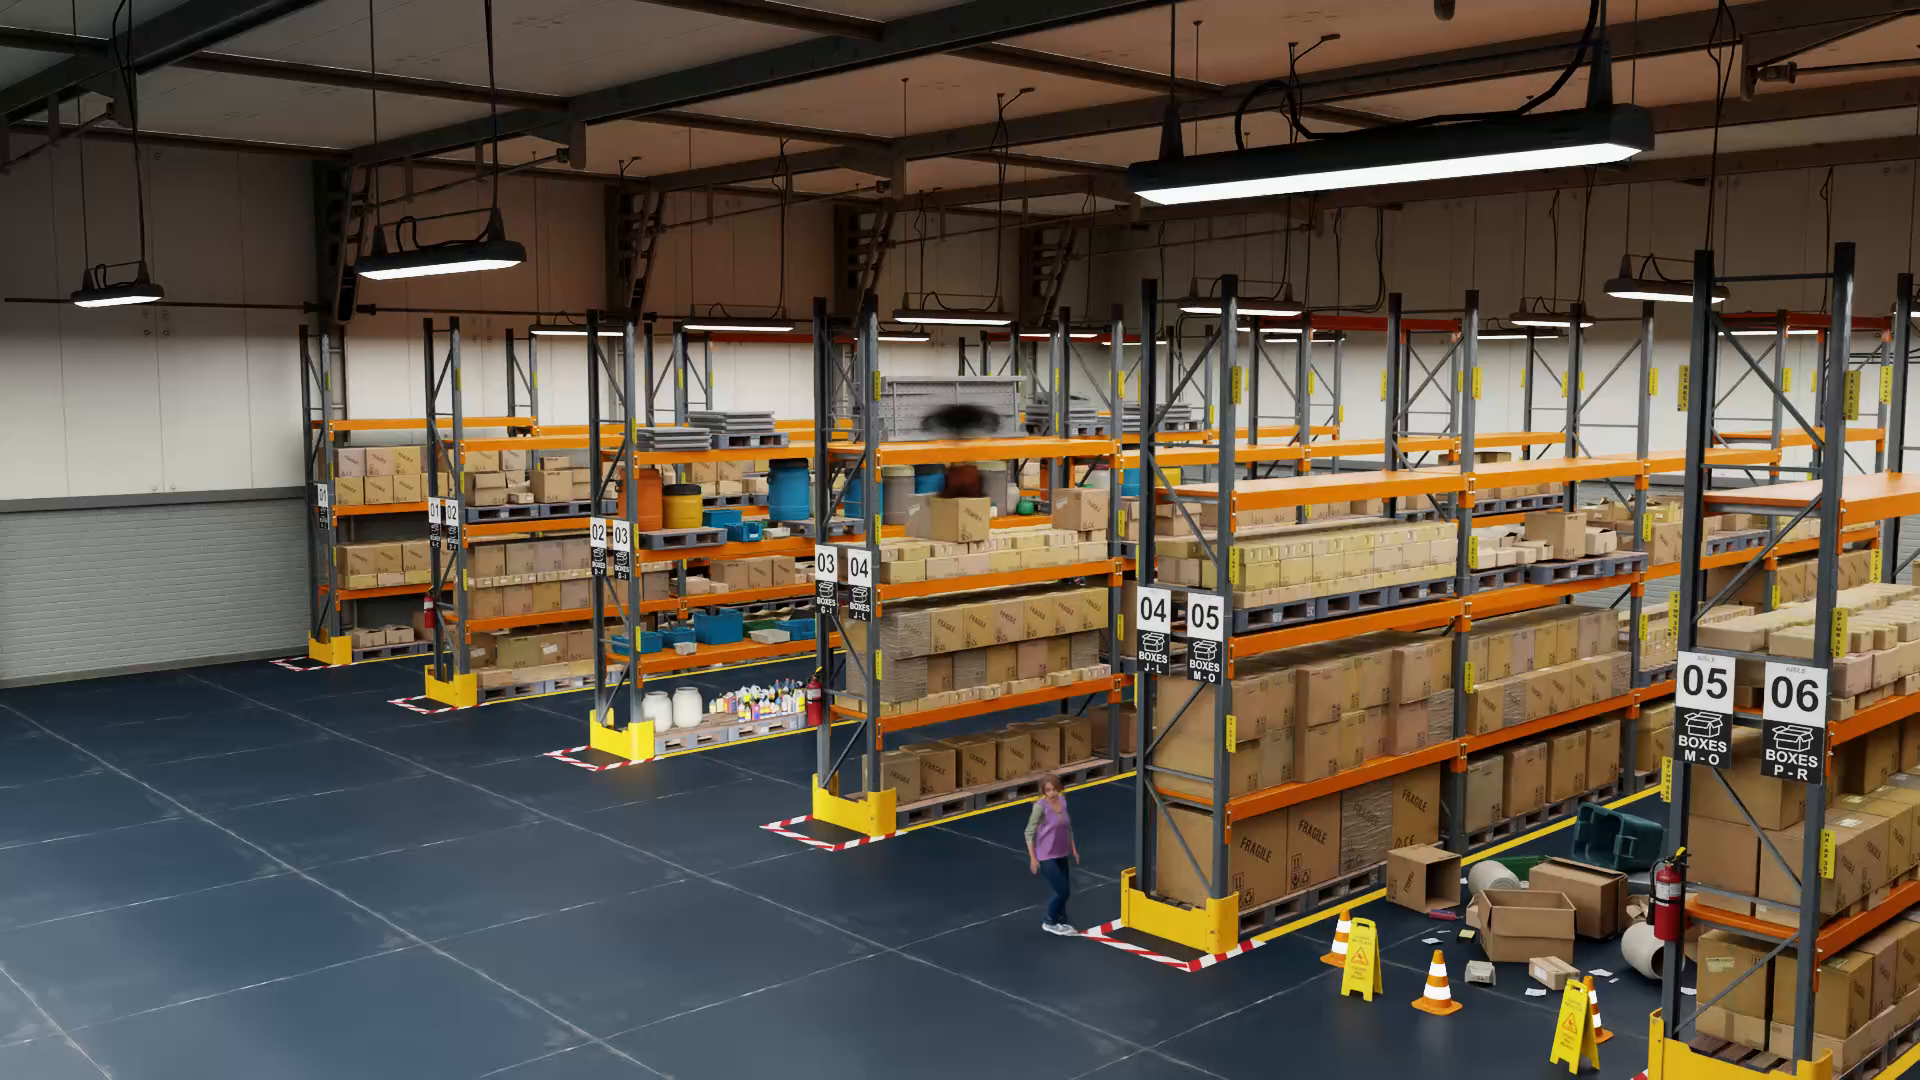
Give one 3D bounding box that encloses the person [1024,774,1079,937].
[{"bbox_3d":[0.868,2.879,15.100,0.400,1.575,0.542,6,8,44],"label":"person"}]
